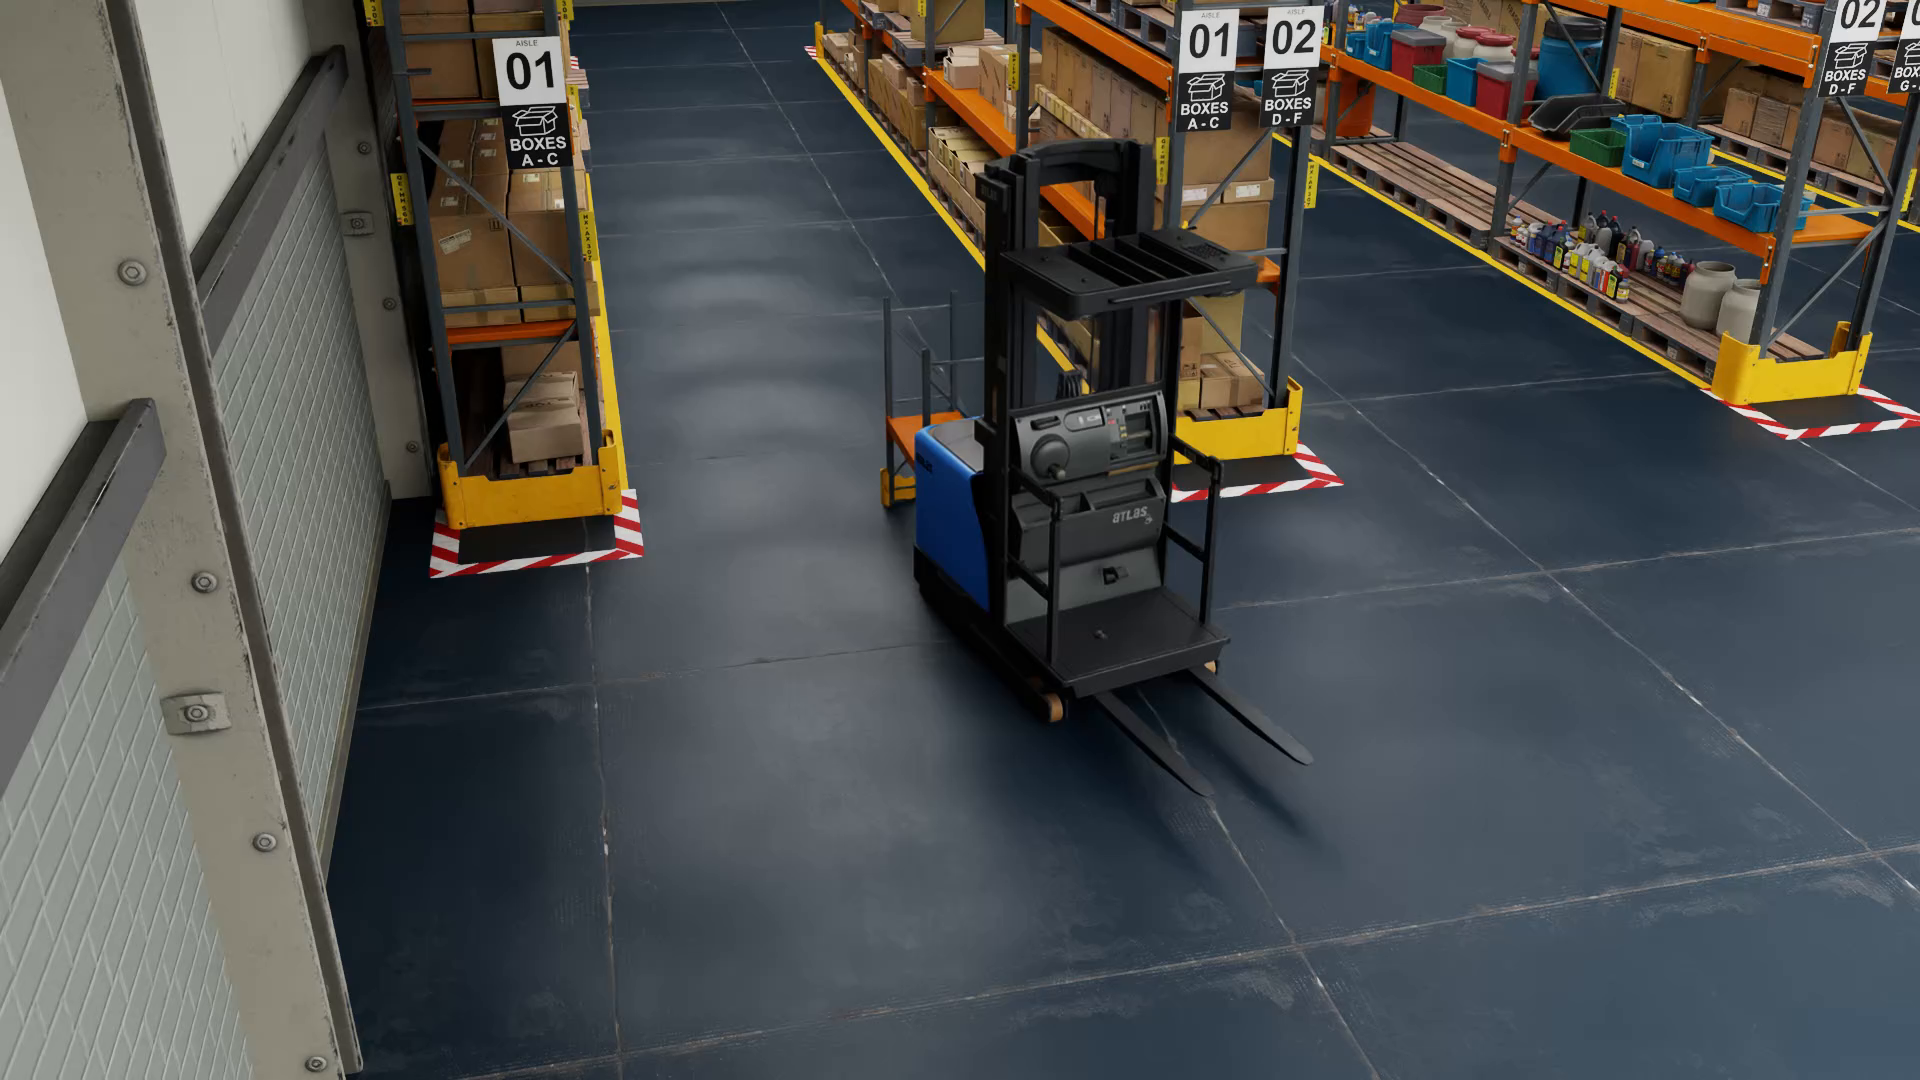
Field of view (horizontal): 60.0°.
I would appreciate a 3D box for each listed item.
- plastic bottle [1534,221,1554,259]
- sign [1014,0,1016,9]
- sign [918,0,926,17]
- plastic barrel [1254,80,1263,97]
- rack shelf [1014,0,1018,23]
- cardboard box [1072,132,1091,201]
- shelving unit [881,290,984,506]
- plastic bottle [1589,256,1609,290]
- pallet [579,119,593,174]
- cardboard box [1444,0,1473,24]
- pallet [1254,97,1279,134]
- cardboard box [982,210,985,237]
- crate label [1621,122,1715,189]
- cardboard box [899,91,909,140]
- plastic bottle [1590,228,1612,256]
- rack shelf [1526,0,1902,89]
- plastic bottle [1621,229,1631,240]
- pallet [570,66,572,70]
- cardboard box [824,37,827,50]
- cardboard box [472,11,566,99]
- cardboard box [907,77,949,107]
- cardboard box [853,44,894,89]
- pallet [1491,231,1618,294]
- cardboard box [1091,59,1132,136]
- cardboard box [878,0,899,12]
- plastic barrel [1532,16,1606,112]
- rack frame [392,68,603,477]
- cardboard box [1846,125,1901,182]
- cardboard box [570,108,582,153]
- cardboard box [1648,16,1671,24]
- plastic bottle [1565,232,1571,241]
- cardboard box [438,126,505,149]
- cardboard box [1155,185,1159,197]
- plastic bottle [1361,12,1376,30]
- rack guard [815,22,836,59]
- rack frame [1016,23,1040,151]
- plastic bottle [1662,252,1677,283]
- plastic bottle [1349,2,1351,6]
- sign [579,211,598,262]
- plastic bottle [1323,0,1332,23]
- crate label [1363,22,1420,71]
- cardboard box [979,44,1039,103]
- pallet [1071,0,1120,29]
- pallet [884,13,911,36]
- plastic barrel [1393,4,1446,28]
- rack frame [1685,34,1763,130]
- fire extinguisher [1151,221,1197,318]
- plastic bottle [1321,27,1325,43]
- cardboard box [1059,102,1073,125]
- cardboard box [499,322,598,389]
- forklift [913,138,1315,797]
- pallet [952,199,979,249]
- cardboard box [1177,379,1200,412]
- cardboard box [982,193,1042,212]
[{"bbox_3d":[5.614,-2.884,15.934,0.144,0.351,0.185,-5,27,-10],"label":"plastic bottle"},{"bbox_3d":[0.648,-6.096,18.561,0.100,0.325,0.005,-6,27,-12],"label":"sign"},{"bbox_3d":[-0.418,-5.944,18.347,0.100,0.325,0.005,-6,27,-12],"label":"sign"},{"bbox_3d":[4.299,-6.478,22.465,0.600,0.901,0.708,-6,27,-12],"label":"plastic barrel"},{"bbox_3d":[0.559,-5.662,16.454,1.077,0.370,4.000,-6,27,-12],"label":"rack shelf"},{"bbox_3d":[1.350,-3.165,13.926,0.700,0.500,0.500,-6,27,-11],"label":"cardboard box"},{"bbox_3d":[-0.126,-0.741,10.901,0.587,1.500,1.083,-7,28,-14],"label":"shelving unit"},{"bbox_3d":[5.836,-2.427,15.111,0.152,0.276,0.135,-7,28,-13],"label":"plastic bottle"},{"bbox_3d":[-3.846,-3.526,14.965,1.003,0.211,1.213,-6,27,-12],"label":"pallet"},{"bbox_3d":[8.385,-8.605,26.707,0.875,0.875,0.875,-6,27,-12],"label":"cardboard box"},{"bbox_3d":[4.445,-5.654,22.065,1.003,0.211,1.213,-6,27,-12],"label":"pallet"},{"bbox_3d":[0.522,-3.100,16.496,0.500,0.250,0.500,-6,27,-12],"label":"cardboard box"},{"bbox_3d":[6.060,-3.307,14.281,0.502,0.435,0.616,-6,27,-12],"label":"crate label"},{"bbox_3d":[-0.447,-5.216,20.388,0.500,0.500,0.500,-7,28,-13],"label":"cardboard box"},{"bbox_3d":[6.167,-2.884,16.015,0.152,0.276,0.135,-6,27,-12],"label":"plastic bottle"},{"bbox_3d":[6.287,-4.407,13.968,1.077,0.370,4.000,-6,27,-12],"label":"rack shelf"},{"bbox_3d":[6.383,-2.846,15.932,0.061,0.283,0.133,-4,27,-8],"label":"plastic bottle"},{"bbox_3d":[-6.263,-6.941,24.614,1.003,0.211,1.213,-6,27,-12],"label":"pallet"},{"bbox_3d":[-1.879,-7.637,25.554,0.380,0.166,0.250,-6,27,-12],"label":"cardboard box"},{"bbox_3d":[-2.746,-3.070,10.387,0.500,0.500,0.500,-5,27,-10],"label":"cardboard box"},{"bbox_3d":[-0.348,-5.348,19.817,0.500,0.250,0.500,-5,27,-10],"label":"cardboard box"},{"bbox_3d":[-1.198,-6.579,23.089,0.500,0.500,0.500,-6,27,-12],"label":"cardboard box"},{"bbox_3d":[5.947,-2.723,16.257,1.003,0.211,1.213,-6,27,-12],"label":"pallet"},{"bbox_3d":[1.455,-3.534,13.219,0.700,0.500,0.500,-6,27,-12],"label":"cardboard box"},{"bbox_3d":[-0.687,-6.984,21.027,0.700,0.500,0.500,-2,27,-3],"label":"cardboard box"},{"bbox_3d":[6.045,-4.691,16.505,0.600,0.901,0.708,-6,27,-12],"label":"plastic barrel"},{"bbox_3d":[-2.914,-1.505,10.749,1.000,3.000,0.127,-6,27,-12],"label":"rack frame"},{"bbox_3d":[10.456,-4.333,18.639,0.700,0.500,0.500,-6,27,-12],"label":"cardboard box"},{"bbox_3d":[-3.290,-3.143,13.307,0.500,0.500,0.500,-6,27,-12],"label":"cardboard box"},{"bbox_3d":[9.301,-6.981,21.489,0.500,0.500,0.500,-6,27,-12],"label":"cardboard box"},{"bbox_3d":[5.765,-2.797,15.850,0.097,0.271,0.097,0,27,0],"label":"plastic bottle"},{"bbox_3d":[-3.693,-2.863,12.752,0.500,0.500,0.500,-5,27,-10],"label":"cardboard box"},{"bbox_3d":[1.579,-2.607,12.102,0.380,0.149,0.250,-5,27,-10],"label":"cardboard box"},{"bbox_3d":[5.048,-6.393,20.572,0.152,0.276,0.135,-6,27,-12],"label":"plastic bottle"},{"bbox_3d":[-1.677,-7.884,26.162,1.175,0.500,0.348,-6,27,-12],"label":"rack guard"},{"bbox_3d":[1.010,-3.766,15.228,1.000,3.000,0.127,-6,27,-12],"label":"rack frame"},{"bbox_3d":[6.533,-2.511,15.283,0.097,0.271,0.097,0,27,0],"label":"plastic bottle"},{"bbox_3d":[4.937,-6.706,21.182,0.061,0.283,0.133,-6,27,-12],"label":"plastic bottle"},{"bbox_3d":[-2.386,-1.947,10.663,0.100,0.325,0.005,-6,27,-12],"label":"sign"},{"bbox_3d":[4.690,-6.829,21.351,0.144,0.351,0.185,-6,27,-12],"label":"plastic bottle"},{"bbox_3d":[4.896,-5.575,18.774,0.502,0.435,0.616,-6,27,-12],"label":"crate label"},{"bbox_3d":[0.502,-4.831,17.228,0.500,0.500,0.500,-7,28,-14],"label":"cardboard box"},{"bbox_3d":[1.499,-4.159,12.776,1.003,0.211,1.213,-6,27,-12],"label":"pallet"},{"bbox_3d":[-0.334,-6.289,20.441,1.003,0.211,1.213,-6,27,-12],"label":"pallet"},{"bbox_3d":[5.335,-5.911,19.327,0.600,0.536,0.708,-6,27,-12],"label":"plastic barrel"},{"bbox_3d":[9.761,-6.526,20.697,1.000,3.000,0.127,-6,27,-12],"label":"rack frame"},{"bbox_3d":[1.485,-1.876,11.570,0.296,0.674,0.183,-6,27,-12],"label":"fire extinguisher"},{"bbox_3d":[4.420,-6.121,20.115,0.097,0.201,0.097,0,27,0],"label":"plastic bottle"},{"bbox_3d":[1.059,-3.624,14.116,0.380,0.149,0.250,-6,27,-12],"label":"cardboard box"},{"bbox_3d":[-3.227,-1.476,12.977,0.700,0.500,0.500,-8,28,-15],"label":"cardboard box"},{"bbox_3d":[0.818,-0.533,8.899,1.130,2.935,3.031,-13,29,-23],"label":"forklift"},{"bbox_3d":[0.527,-3.377,17.553,1.003,0.211,1.213,-6,27,-12],"label":"pallet"},{"bbox_3d":[1.503,-1.175,12.681,0.500,0.250,0.500,-6,27,-12],"label":"cardboard box"},{"bbox_3d":[0.516,-3.352,16.372,0.500,0.311,0.500,-5,27,-10],"label":"cardboard box"}]
